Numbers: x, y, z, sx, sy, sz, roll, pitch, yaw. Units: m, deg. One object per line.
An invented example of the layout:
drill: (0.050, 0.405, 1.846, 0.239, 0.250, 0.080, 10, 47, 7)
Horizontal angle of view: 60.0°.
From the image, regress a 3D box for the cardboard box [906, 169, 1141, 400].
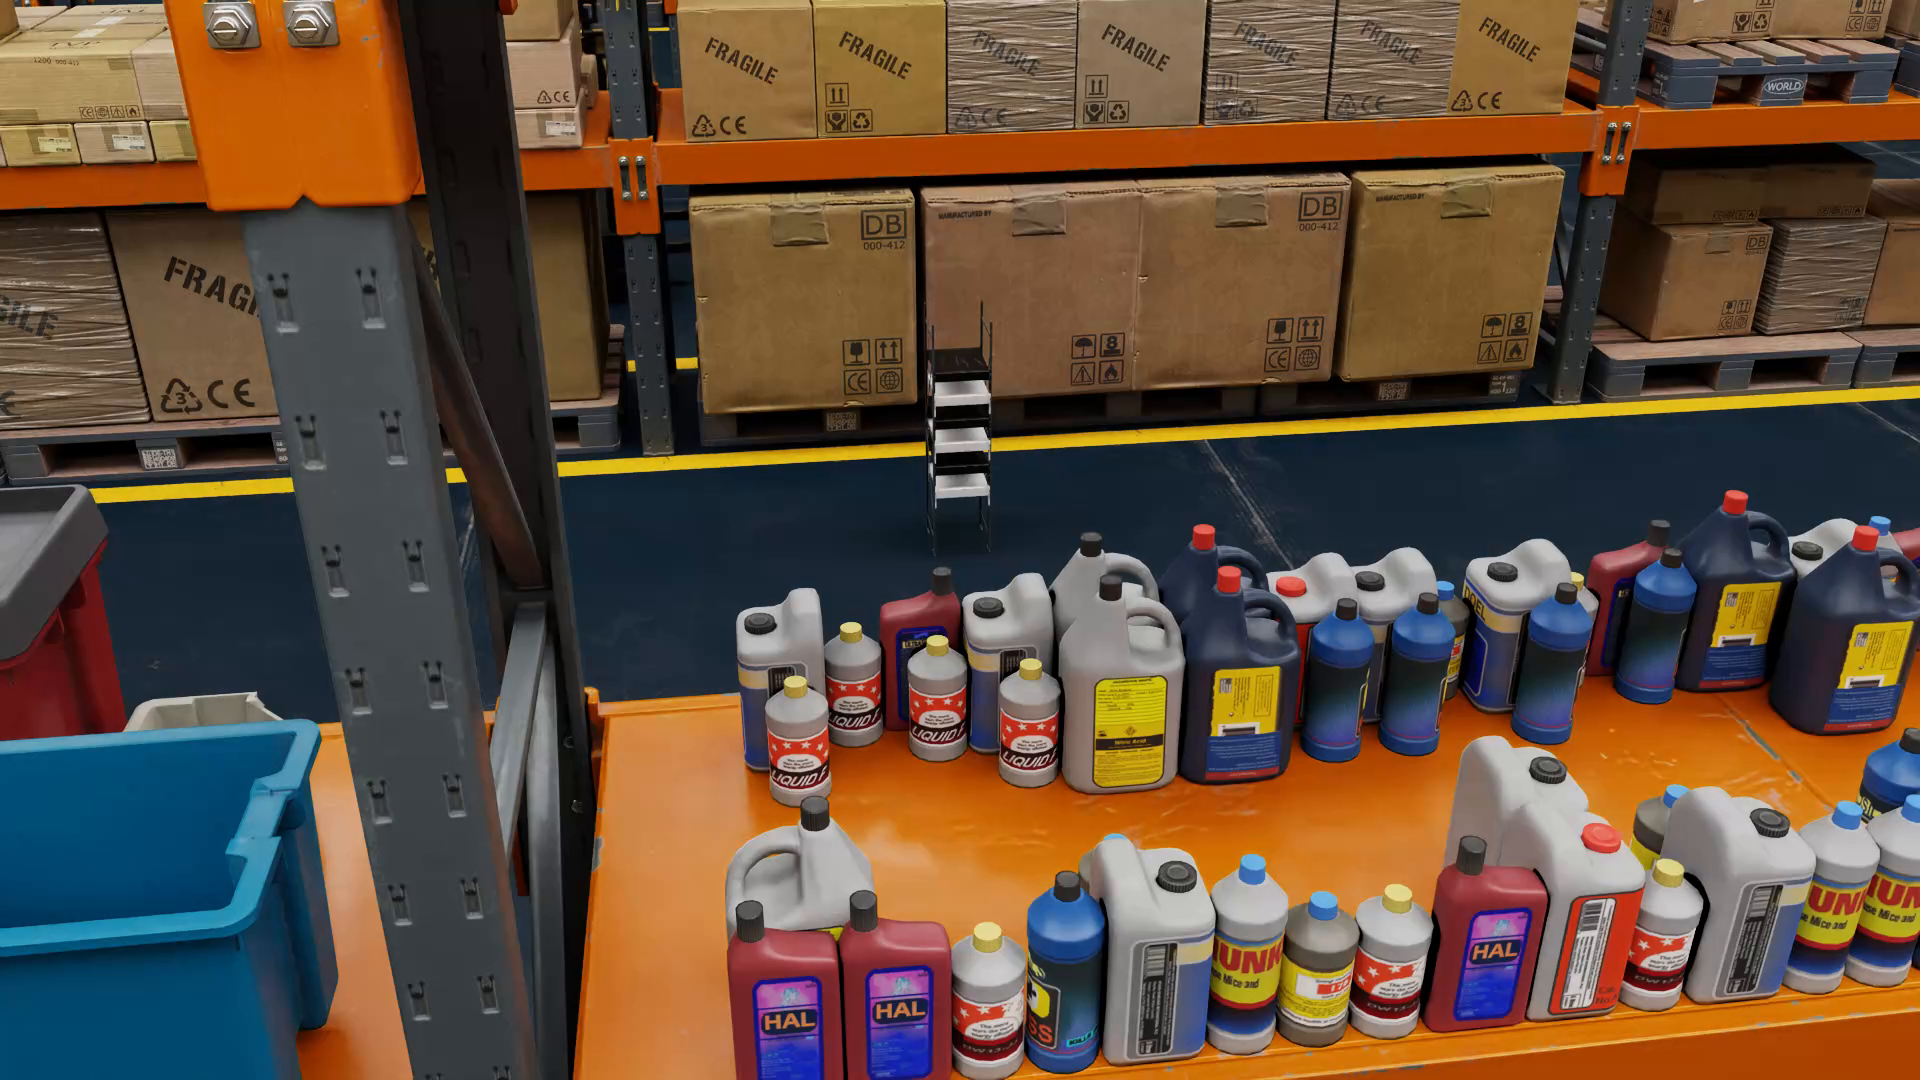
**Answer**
cardboard box: (0.193, -1.254, 7.276, 0.875, 0.875, 1.225, -5, 28, -9)

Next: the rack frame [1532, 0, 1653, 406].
rack frame: (2.638, -2.160, 7.174, 0.127, 3.000, 1.000, -4, 27, -7)

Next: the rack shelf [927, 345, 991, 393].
rack shelf: (-0.008, -0.610, 5.936, 0.200, 0.077, 0.258, -4, 27, -7)

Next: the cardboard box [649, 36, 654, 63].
cardboard box: (-2.284, -3.409, 11.620, 0.250, 0.149, 0.380, -3, 27, -5)

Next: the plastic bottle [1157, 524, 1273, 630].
plastic bottle: (0.415, 0.137, 2.751, 0.185, 0.351, 0.144, -4, 27, -7)

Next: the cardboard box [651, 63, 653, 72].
cardboard box: (-2.317, -3.327, 11.785, 0.250, 0.149, 0.380, -2, 27, -5)

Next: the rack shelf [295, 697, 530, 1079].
rack shelf: (-2.613, 0.781, 2.231, 4.000, 0.370, 1.077, -4, 27, -7)

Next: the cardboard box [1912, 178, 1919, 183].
cardboard box: (4.959, -1.411, 7.971, 0.500, 0.500, 0.700, -6, 28, -12)

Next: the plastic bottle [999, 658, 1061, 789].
plastic bottle: (0.110, 0.282, 2.631, 0.097, 0.201, 0.097, 0, 27, 0)

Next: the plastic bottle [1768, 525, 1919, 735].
plastic bottle: (1.477, 0.139, 2.747, 0.185, 0.351, 0.144, -4, 27, -7)

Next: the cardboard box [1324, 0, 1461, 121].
cardboard box: (1.690, -2.032, 6.815, 0.500, 0.500, 0.500, -4, 27, -8)

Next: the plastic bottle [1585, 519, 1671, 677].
plastic bottle: (1.159, 0.100, 2.897, 0.133, 0.283, 0.061, -4, 27, -7)

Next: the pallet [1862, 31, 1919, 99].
pallet: (4.593, -2.219, 7.499, 1.213, 0.211, 1.003, -4, 27, -7)

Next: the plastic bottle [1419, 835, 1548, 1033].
plastic bottle: (0.669, 0.498, 2.121, 0.133, 0.283, 0.061, -4, 27, -7)

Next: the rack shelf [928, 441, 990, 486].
rack shelf: (-0.008, -0.290, 6.100, 0.200, 0.077, 0.258, -4, 27, -7)

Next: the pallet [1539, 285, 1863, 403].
pallet: (3.412, -0.969, 7.906, 1.213, 0.211, 1.003, -4, 27, -7)

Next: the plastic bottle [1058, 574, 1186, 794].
plastic bottle: (0.252, 0.214, 2.601, 0.185, 0.351, 0.144, -4, 27, -7)

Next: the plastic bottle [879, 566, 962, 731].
plastic bottle: (-0.065, 0.179, 2.744, 0.133, 0.283, 0.061, -4, 27, -7)

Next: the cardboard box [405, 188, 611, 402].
cardboard box: (-1.987, -1.141, 7.056, 0.875, 0.875, 0.875, -4, 27, -7)

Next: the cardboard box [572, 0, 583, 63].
cardboard box: (-1.824, -2.060, 6.817, 0.500, 0.250, 0.500, -4, 27, -8)

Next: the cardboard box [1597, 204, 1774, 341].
cardboard box: (3.299, -1.295, 7.745, 0.500, 0.500, 0.700, -5, 28, -10)

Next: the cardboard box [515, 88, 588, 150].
cardboard box: (-1.579, -1.626, 6.409, 0.250, 0.149, 0.380, -4, 27, -7)

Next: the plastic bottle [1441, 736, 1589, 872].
plastic bottle: (0.774, 0.404, 2.313, 0.135, 0.276, 0.152, -4, 27, -7)

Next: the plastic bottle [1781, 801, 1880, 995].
plastic bottle: (1.144, 0.465, 2.199, 0.097, 0.271, 0.097, 0, 27, 0)

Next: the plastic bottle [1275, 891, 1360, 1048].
plastic bottle: (0.456, 0.540, 2.129, 0.097, 0.201, 0.097, 0, 27, 0)

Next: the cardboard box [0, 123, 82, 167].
cardboard box: (-3.363, -1.511, 6.185, 0.250, 0.149, 0.380, -4, 27, -8)

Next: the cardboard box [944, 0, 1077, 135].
cardboard box: (0.161, -1.930, 6.617, 0.500, 0.500, 0.500, -4, 27, -8)

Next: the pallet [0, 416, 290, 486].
pallet: (-3.297, -0.573, 7.135, 1.213, 0.211, 1.003, -4, 27, -7)

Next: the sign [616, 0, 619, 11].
sign: (-1.244, -2.075, 5.974, 0.005, 0.325, 0.100, -4, 27, -7)

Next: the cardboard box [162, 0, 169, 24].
cardboard box: (-2.836, -2.327, 6.517, 0.500, 0.500, 0.500, -5, 28, -9)

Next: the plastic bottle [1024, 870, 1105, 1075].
plastic bottle: (0.130, 0.530, 2.073, 0.097, 0.271, 0.097, 0, 27, 0)

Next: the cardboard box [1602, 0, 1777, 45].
cardboard box: (3.167, -2.444, 7.158, 0.500, 0.500, 0.500, -7, 28, -13)

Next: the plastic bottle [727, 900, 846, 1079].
plastic bottle: (-0.210, 0.555, 2.011, 0.133, 0.283, 0.061, -4, 27, -7)

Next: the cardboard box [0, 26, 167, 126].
cardboard box: (-3.243, -1.727, 6.169, 0.500, 0.250, 0.500, -4, 27, -8)

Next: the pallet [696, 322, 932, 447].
pallet: (-0.569, -0.748, 7.477, 1.213, 0.211, 1.003, -4, 27, -7)

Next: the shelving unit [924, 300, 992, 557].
shelving unit: (-0.008, -0.400, 6.044, 0.210, 0.900, 0.258, -4, 27, -7)

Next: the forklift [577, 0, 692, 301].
forklift: (-2.156, -2.758, 8.415, 3.031, 2.935, 1.130, -7, 28, -13)

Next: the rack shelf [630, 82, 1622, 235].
rack shelf: (0.658, -1.713, 7.091, 4.000, 0.370, 1.077, -4, 27, -7)

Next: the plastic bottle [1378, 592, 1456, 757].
plastic bottle: (0.743, 0.211, 2.695, 0.097, 0.271, 0.097, 0, 27, 0)

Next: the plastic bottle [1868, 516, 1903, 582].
plastic bottle: (1.592, 0.086, 2.938, 0.097, 0.271, 0.097, 0, 27, 0)

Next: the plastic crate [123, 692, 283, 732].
plastic crate: (-1.113, 0.389, 2.429, 0.243, 0.136, 0.396, -4, 27, -7)

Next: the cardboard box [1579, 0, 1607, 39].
cardboard box: (4.450, -3.709, 12.198, 0.750, 0.750, 1.050, -4, 27, -7)

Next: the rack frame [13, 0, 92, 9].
rack frame: (-5.875, -3.900, 10.565, 0.127, 3.000, 1.000, -4, 27, -7)

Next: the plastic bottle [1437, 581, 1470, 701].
plastic bottle: (0.818, 0.167, 2.857, 0.097, 0.201, 0.097, 0, 27, 0)

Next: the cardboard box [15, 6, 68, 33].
cardboard box: (-3.834, -1.932, 6.568, 0.500, 0.250, 0.500, -5, 28, -9)
